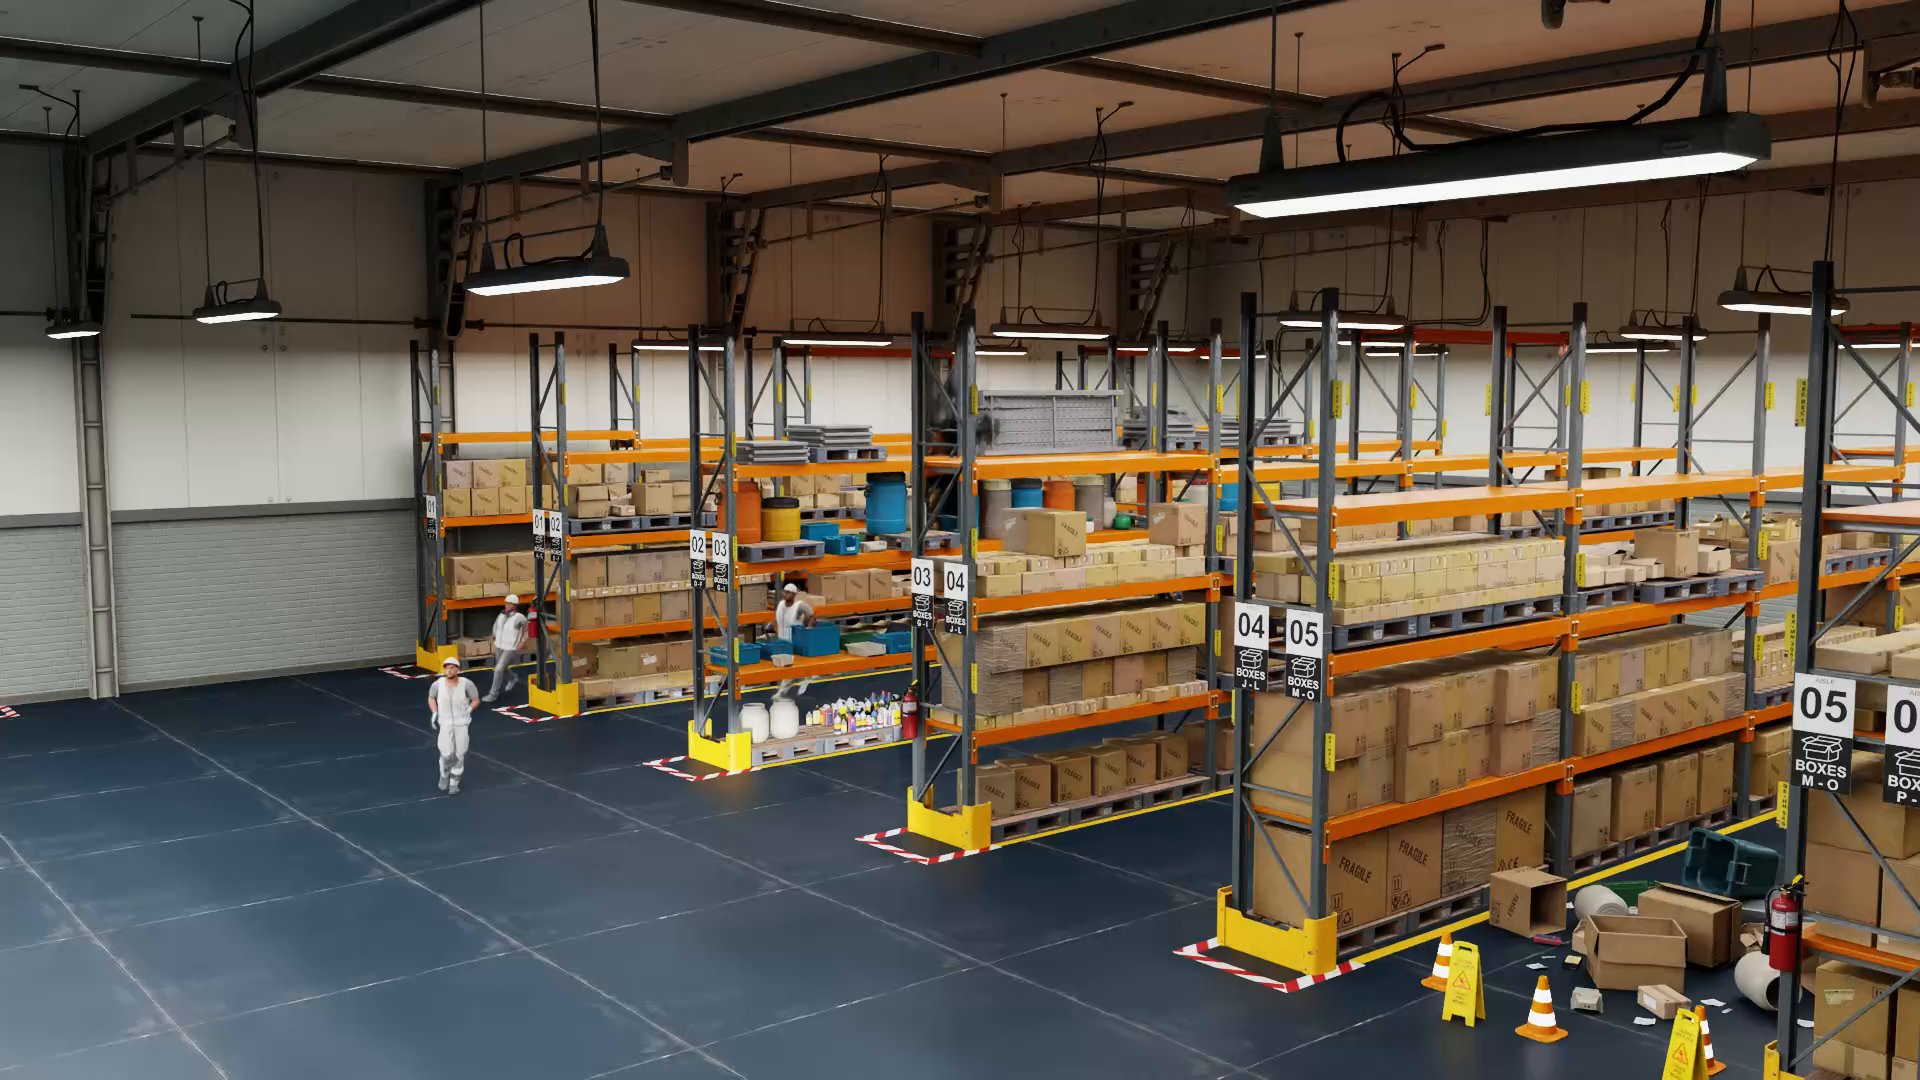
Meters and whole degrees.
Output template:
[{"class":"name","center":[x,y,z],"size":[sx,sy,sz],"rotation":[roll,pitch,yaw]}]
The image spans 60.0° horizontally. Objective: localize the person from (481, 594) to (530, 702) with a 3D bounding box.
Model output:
[{"class":"person","center":[-7.432,1.760,27.360],"size":[0.718,1.735,0.936],"rotation":[3,6,27]}]

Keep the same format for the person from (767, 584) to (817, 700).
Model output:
[{"class":"person","center":[-2.667,1.576,25.988],"size":[0.663,1.801,0.920],"rotation":[4,7,37]}]

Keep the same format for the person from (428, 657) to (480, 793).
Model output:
[{"class":"person","center":[-6.375,2.346,20.960],"size":[0.632,1.748,0.601],"rotation":[-1,5,-14]}]
